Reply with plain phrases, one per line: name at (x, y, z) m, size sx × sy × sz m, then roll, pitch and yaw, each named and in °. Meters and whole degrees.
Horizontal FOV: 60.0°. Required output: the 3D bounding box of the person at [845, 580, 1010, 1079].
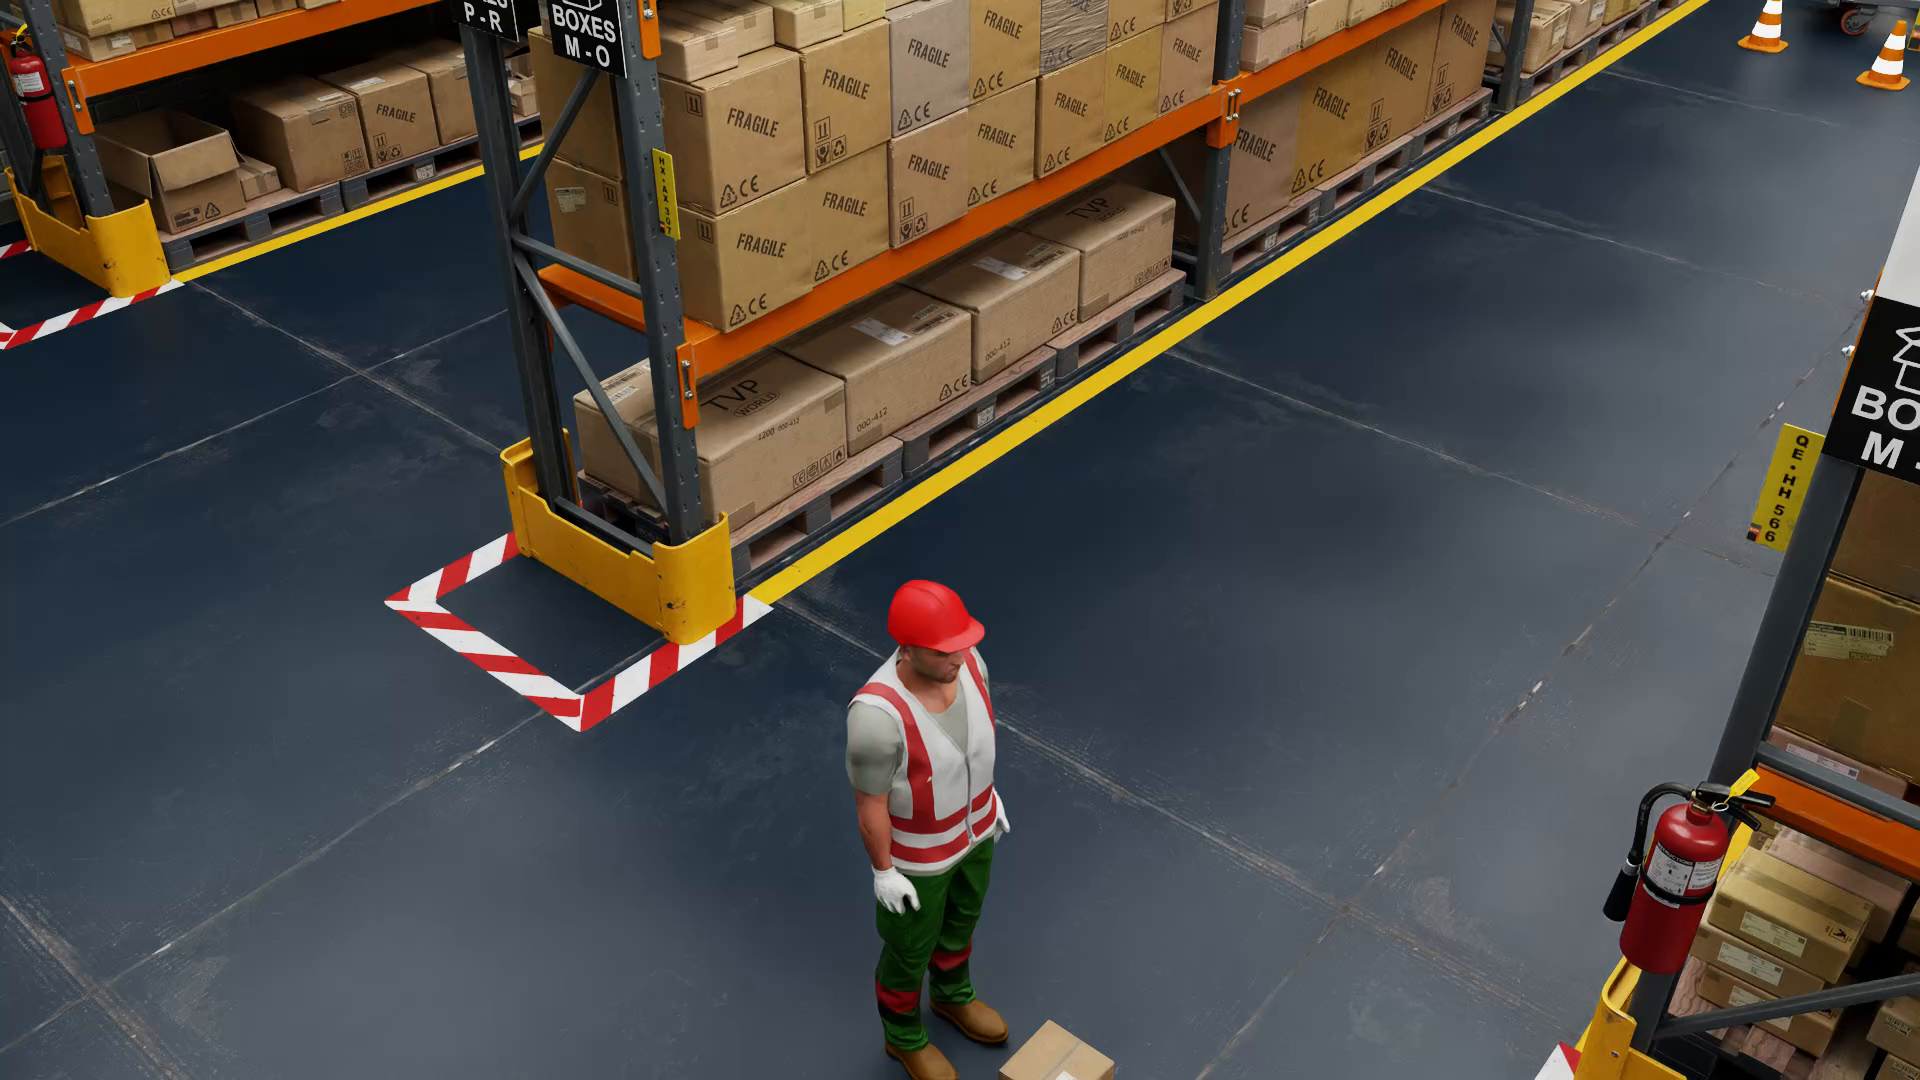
person at (-0.064, 0.868, 4.863) m, size 0.367 × 1.792 × 0.529 m, roll 26°, pitch 43°, yaw 33°
